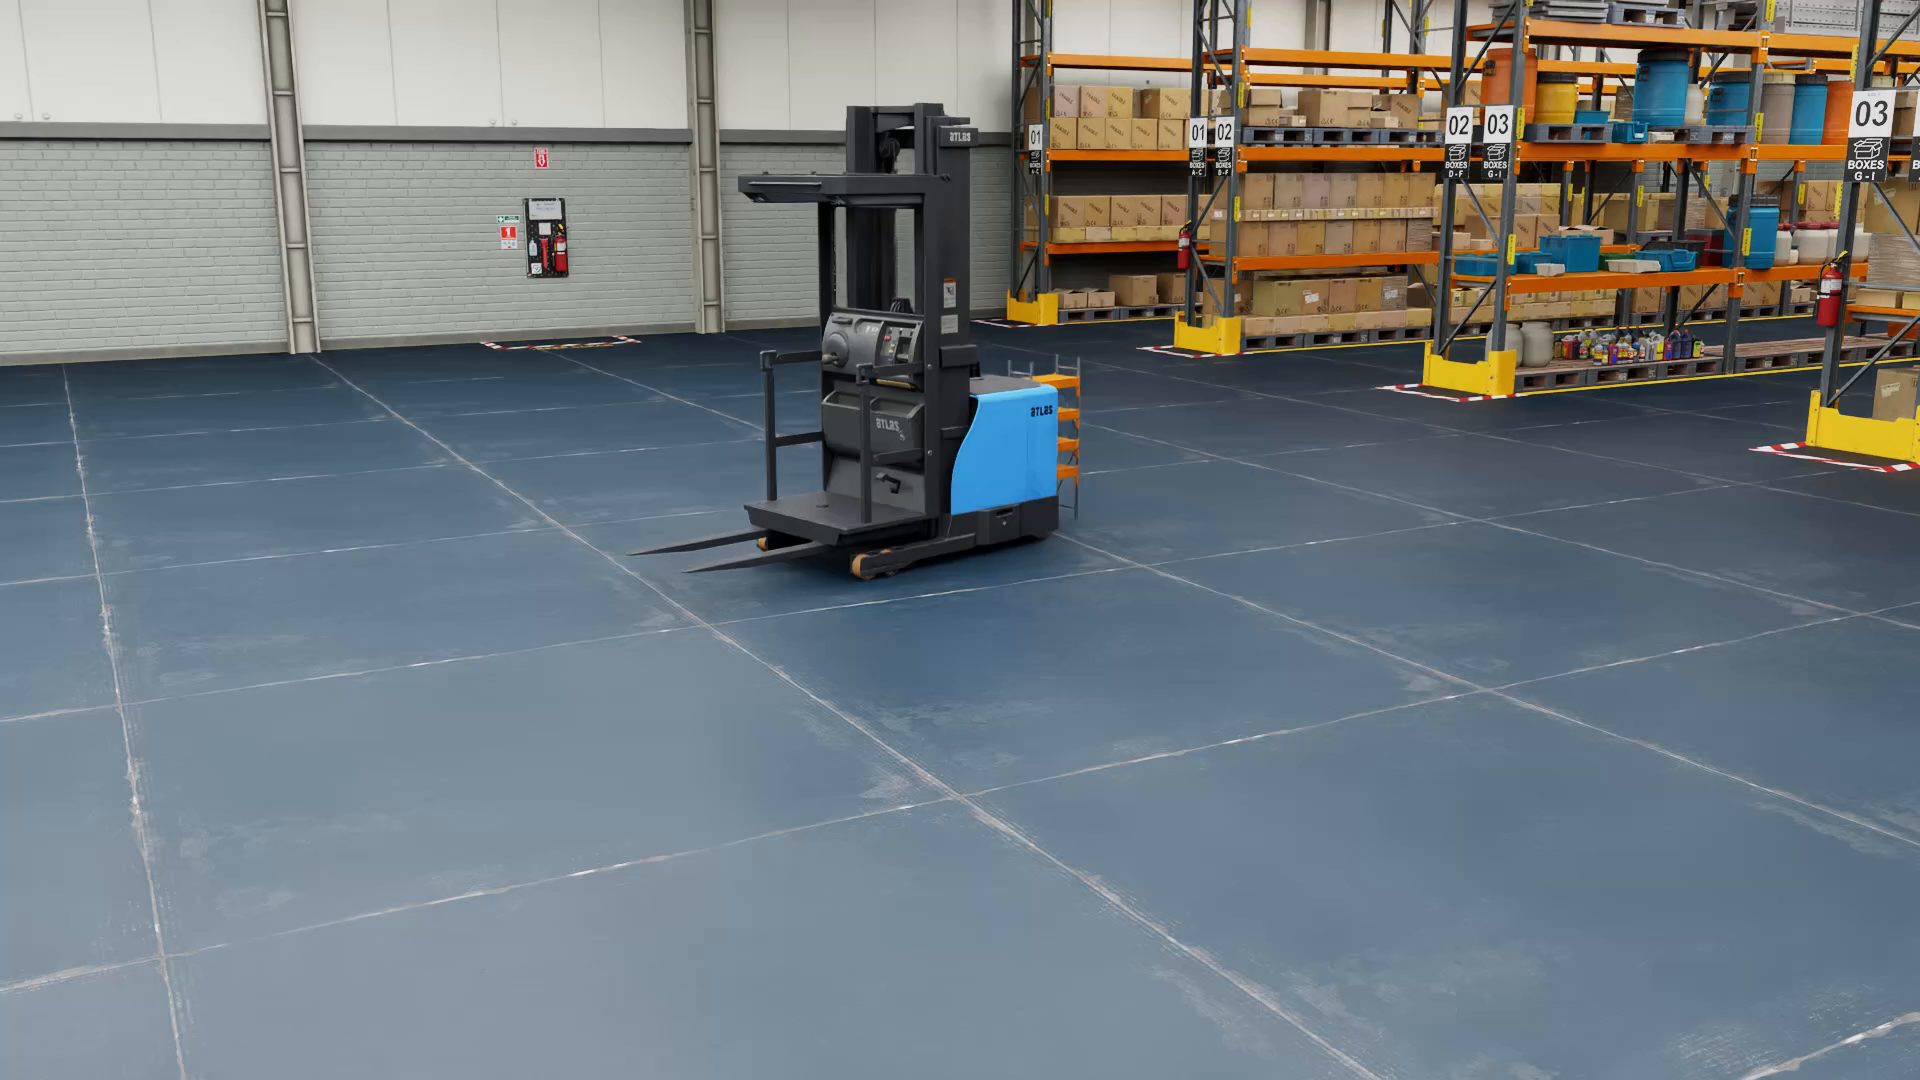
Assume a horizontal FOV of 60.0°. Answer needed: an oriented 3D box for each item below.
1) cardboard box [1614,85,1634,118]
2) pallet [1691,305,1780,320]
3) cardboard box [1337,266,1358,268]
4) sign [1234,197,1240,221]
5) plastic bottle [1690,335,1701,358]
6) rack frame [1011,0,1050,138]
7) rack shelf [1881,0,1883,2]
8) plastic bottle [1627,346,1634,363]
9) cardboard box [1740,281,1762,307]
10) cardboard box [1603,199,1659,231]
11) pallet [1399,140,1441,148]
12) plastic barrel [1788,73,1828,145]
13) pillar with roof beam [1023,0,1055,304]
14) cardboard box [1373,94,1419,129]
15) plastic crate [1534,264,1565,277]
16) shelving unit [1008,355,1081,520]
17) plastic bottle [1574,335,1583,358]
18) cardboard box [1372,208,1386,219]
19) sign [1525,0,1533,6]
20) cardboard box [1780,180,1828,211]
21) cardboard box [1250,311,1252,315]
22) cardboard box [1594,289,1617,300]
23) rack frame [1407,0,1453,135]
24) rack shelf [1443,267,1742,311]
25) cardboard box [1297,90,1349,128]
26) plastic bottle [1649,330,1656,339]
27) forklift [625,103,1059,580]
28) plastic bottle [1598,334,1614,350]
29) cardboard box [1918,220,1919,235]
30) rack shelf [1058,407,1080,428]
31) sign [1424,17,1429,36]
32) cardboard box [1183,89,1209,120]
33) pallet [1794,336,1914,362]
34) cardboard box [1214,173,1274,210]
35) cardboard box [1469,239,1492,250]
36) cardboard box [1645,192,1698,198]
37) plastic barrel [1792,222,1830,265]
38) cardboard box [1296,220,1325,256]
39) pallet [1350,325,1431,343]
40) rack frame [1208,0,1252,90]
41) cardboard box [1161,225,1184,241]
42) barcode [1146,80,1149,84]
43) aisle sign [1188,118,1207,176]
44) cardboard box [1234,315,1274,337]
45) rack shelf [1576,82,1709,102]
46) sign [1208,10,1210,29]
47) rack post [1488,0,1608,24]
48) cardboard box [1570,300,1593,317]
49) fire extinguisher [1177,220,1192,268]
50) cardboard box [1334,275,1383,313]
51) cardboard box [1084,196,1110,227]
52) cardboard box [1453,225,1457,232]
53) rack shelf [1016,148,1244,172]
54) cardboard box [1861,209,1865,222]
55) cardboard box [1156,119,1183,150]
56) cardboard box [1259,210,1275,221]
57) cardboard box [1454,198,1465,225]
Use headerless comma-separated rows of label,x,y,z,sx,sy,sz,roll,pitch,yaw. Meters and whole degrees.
cardboard box,10.927,-7.053,26.778,0.500,0.500,0.500,-7,14,-28
pallet,13.356,-3.975,28.793,1.213,0.211,1.003,-7,14,-28
cardboard box,7.027,-5.190,30.820,0.500,0.250,0.500,-7,14,-27
sign,3.779,-4.520,22.708,0.005,0.325,0.100,-7,14,-28
plastic bottle,9.136,-2.407,20.659,0.133,0.283,0.061,-6,14,-25
rack frame,1.142,-8.047,26.872,0.127,3.000,1.000,-7,14,-28
rack shelf,10.018,-5.041,15.161,4.000,0.370,1.077,-7,14,-28
plastic bottle,8.105,-2.248,20.140,0.097,0.201,0.097,0,13,0
cardboard box,13.318,-4.266,28.426,0.500,0.500,0.500,-7,14,-28
cardboard box,11.039,-5.350,27.364,0.700,0.500,0.500,11,17,41
pallet,8.704,-7.411,31.308,1.003,0.211,1.213,-6,14,-25
plastic barrel,10.890,-5.573,21.567,0.708,0.901,0.600,-7,14,-28
pillar with roof beam,3.405,-7.458,24.253,0.400,9.000,9.100,-7,14,-28
cardboard box,6.461,-6.370,24.749,0.500,0.500,0.500,-6,14,-23
plastic crate,6.829,-3.115,19.219,0.250,0.136,0.298,-7,14,-28
shelving unit,0.607,-0.717,12.063,0.503,1.200,0.258,-12,17,-42
plastic bottle,7.647,-2.411,20.691,0.135,0.276,0.152,-7,15,-29
cardboard box,6.000,-4.776,24.293,0.250,0.149,0.380,-7,14,-28
sign,6.149,-5.930,17.938,0.005,0.325,0.100,-7,14,-28
cardboard box,14.600,-5.961,28.758,0.500,0.500,0.500,-6,14,-26
cardboard box,4.281,-3.198,24.294,0.500,0.250,0.500,-7,14,-28
cardboard box,10.199,-4.042,26.768,0.500,0.311,0.500,-6,14,-26
rack frame,7.030,-7.514,24.501,0.127,3.000,1.000,-7,14,-28
rack shelf,7.644,-3.071,20.061,4.000,0.370,1.077,-7,14,-28
cardboard box,5.107,-6.074,23.431,0.500,0.500,0.500,-7,14,-28
plastic bottle,8.910,-2.567,21.394,0.097,0.271,0.097,0,13,0
forklift,-0.731,-1.305,10.734,3.031,2.935,1.130,-12,17,-42
plastic bottle,8.047,-2.423,20.743,0.135,0.276,0.152,-7,14,-28
cardboard box,8.875,-2.944,14.676,0.500,0.500,0.500,-7,14,-28
rack shelf,0.607,-0.870,12.028,0.480,0.148,0.258,-12,17,-42
sign,8.432,-9.280,30.040,0.005,0.325,0.100,-7,14,-28
cardboard box,3.864,-7.386,28.215,0.500,0.500,0.500,-6,14,-25
pallet,12.212,-2.619,22.764,1.213,0.211,1.003,-7,14,-28
cardboard box,3.981,-4.900,23.369,0.500,0.500,0.700,-7,14,-28
cardboard box,7.905,-4.518,25.427,0.250,0.149,0.380,-7,14,-28
cardboard box,14.743,-6.895,34.730,0.700,0.700,0.980,-6,14,-25
plastic barrel,10.989,-3.834,21.504,0.433,0.535,0.433,0,13,0
cardboard box,4.832,-4.369,23.963,0.500,0.500,0.700,-7,14,-27
pallet,6.312,-3.151,25.130,1.213,0.211,1.003,-7,14,-28
rack frame,4.653,-8.468,28.742,0.127,3.000,1.000,-7,14,-28
cardboard box,3.507,-5.263,28.459,0.500,0.250,0.500,-7,14,-28
barcode,3.227,-7.868,28.581,0.075,0.075,0.001,-7,14,-28
aisle sign,3.320,-5.484,23.226,0.004,0.787,0.394,-7,14,-28
cardboard box,4.096,-3.043,23.606,0.500,0.250,0.500,-7,14,-28
rack shelf,13.430,-8.974,33.539,4.000,0.370,1.077,-7,14,-28
sign,4.382,-9.108,29.094,0.005,0.325,0.100,-7,14,-28
rack post,6.613,-5.949,18.687,0.954,0.300,0.937,-5,14,-22
cardboard box,9.745,-3.714,26.587,0.500,0.250,0.500,-7,14,-29
fire extinguisher,3.192,-4.206,23.641,0.183,0.674,0.296,-7,14,-28
cardboard box,5.846,-3.622,24.469,0.500,0.500,0.500,-7,14,-28
cardboard box,2.144,-5.465,27.651,0.500,0.500,0.500,-7,14,-28
cardboard box,9.225,-5.926,31.636,0.250,0.149,0.380,-7,14,-28
rack shelf,2.897,-6.443,28.215,4.000,0.370,1.077,-7,14,-28
cardboard box,15.963,-5.639,29.607,0.500,0.500,0.500,-7,14,-29
cardboard box,3.410,-6.846,28.093,0.500,0.500,0.500,-7,15,-30
cardboard box,4.197,-4.560,23.333,0.250,0.149,0.380,-7,15,-29
cardboard box,9.177,-6.221,31.469,0.500,0.500,0.500,-6,14,-26
